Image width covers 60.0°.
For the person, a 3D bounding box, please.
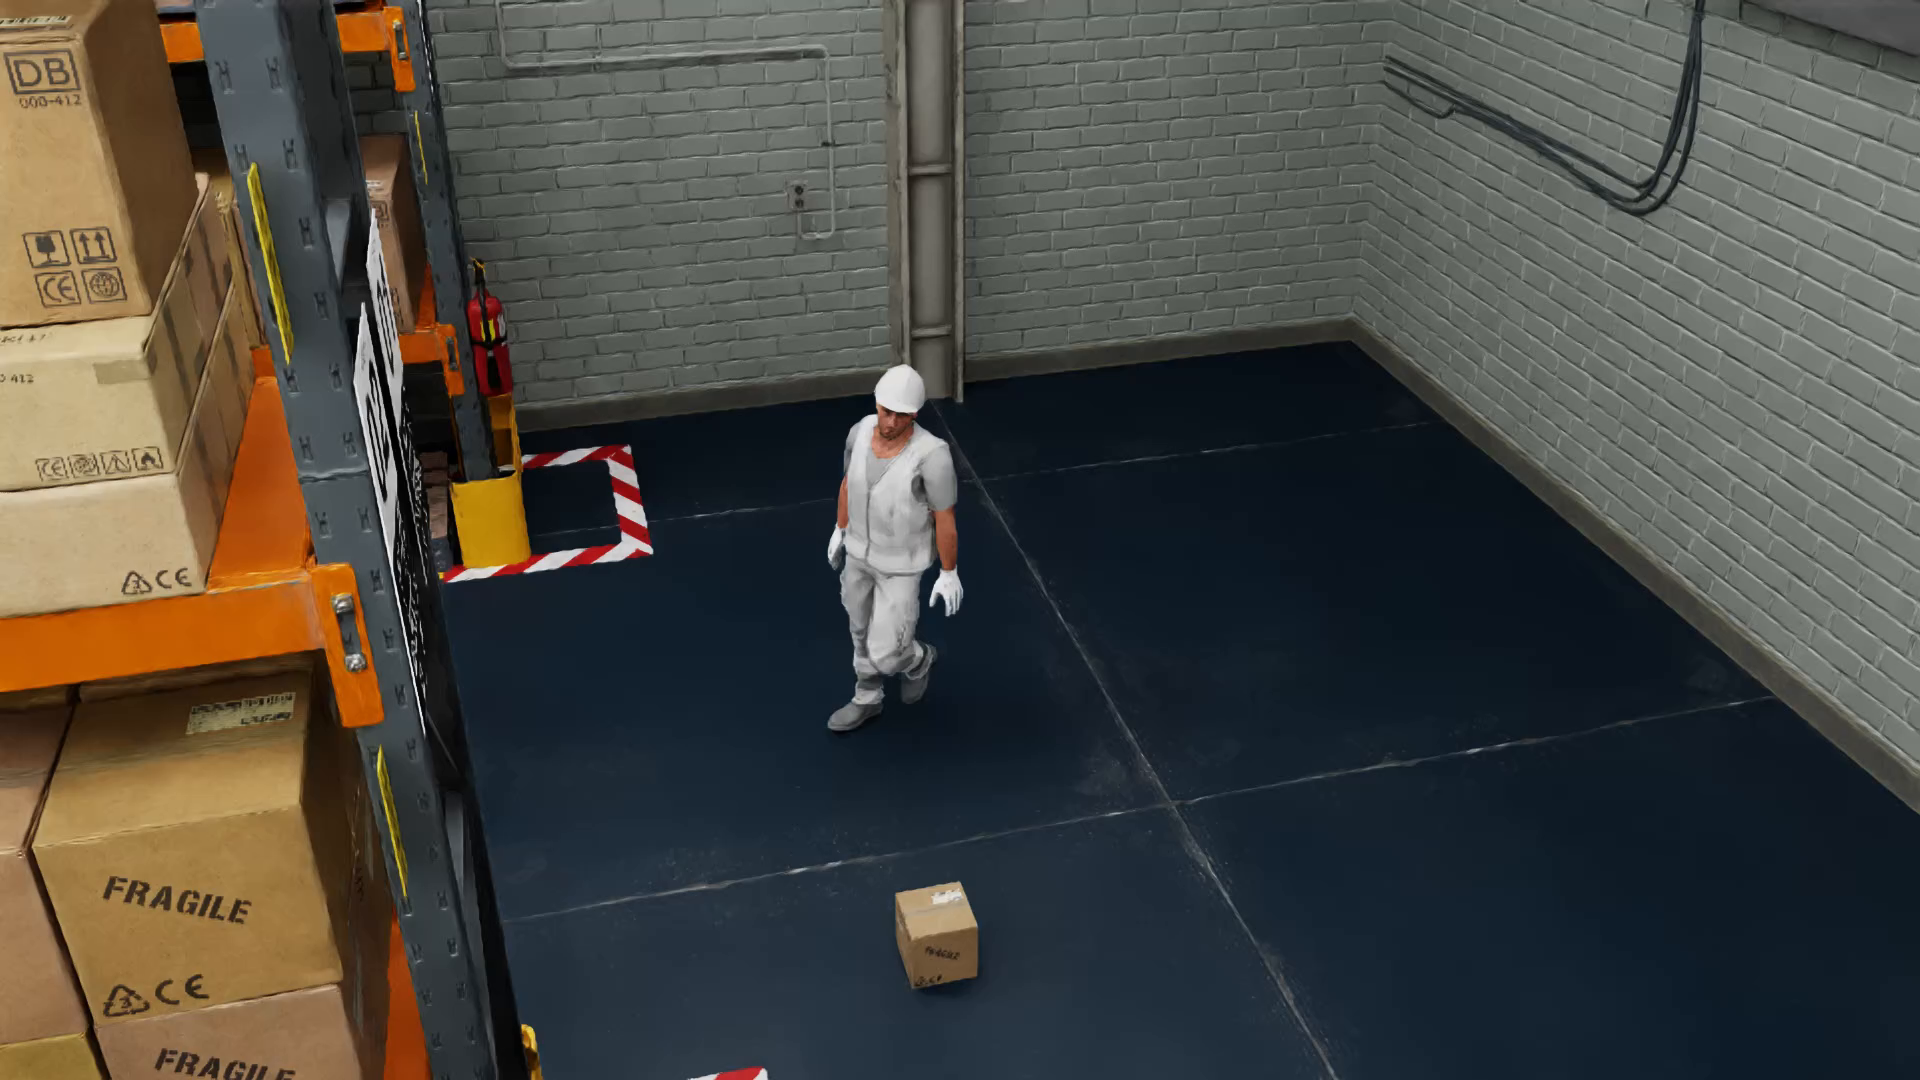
[{"bbox_3d":[-0.285,0.071,6.955,0.677,1.771,0.518,21,36,32],"label":"person"}]
